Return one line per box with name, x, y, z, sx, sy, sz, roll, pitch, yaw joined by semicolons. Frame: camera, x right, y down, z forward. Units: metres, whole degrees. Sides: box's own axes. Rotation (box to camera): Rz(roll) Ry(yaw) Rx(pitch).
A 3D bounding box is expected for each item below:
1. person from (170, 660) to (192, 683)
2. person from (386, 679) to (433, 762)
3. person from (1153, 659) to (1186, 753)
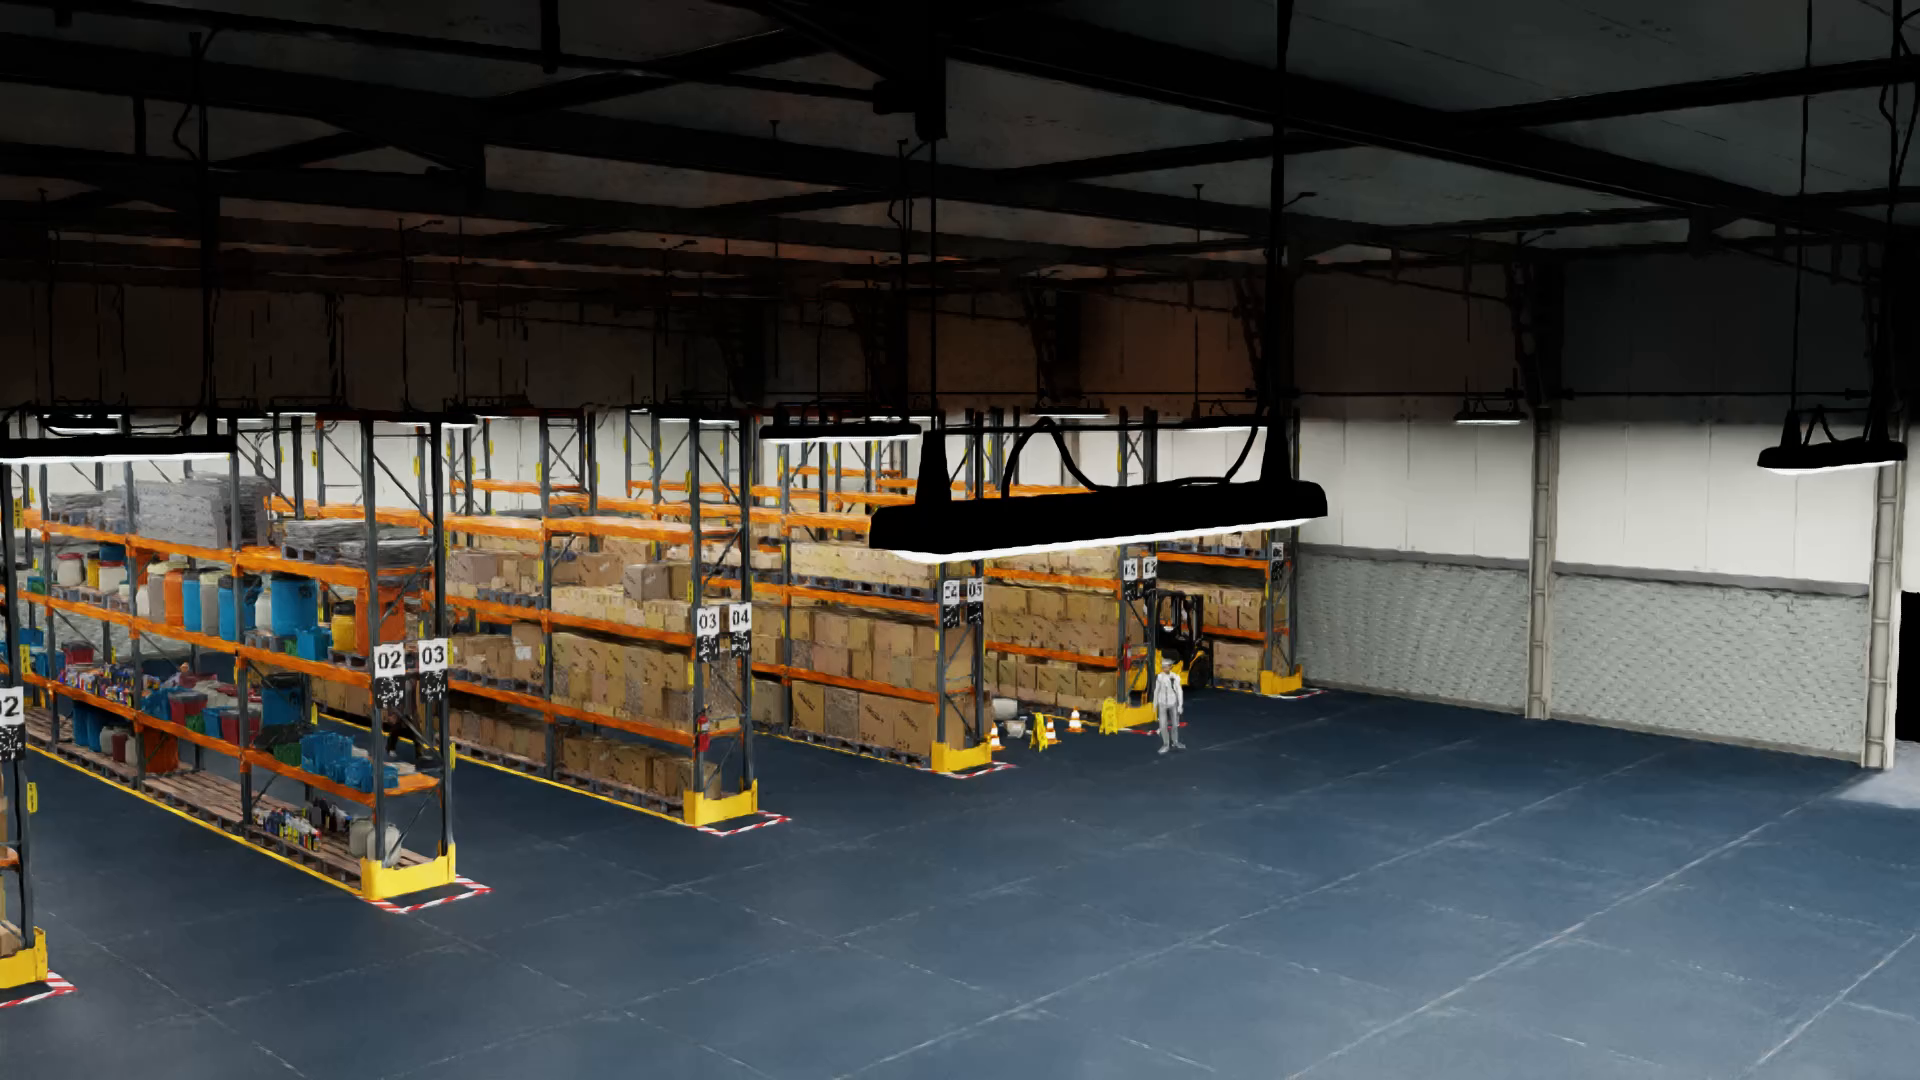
person;-13.868;2.907;29.694;0.479;1.567;1.090;-5;7;-44
person;-9.533;2.939;28.534;0.598;1.698;1.193;-5;7;-43
person;3.710;2.905;29.428;0.569;1.669;0.524;2;5;17
